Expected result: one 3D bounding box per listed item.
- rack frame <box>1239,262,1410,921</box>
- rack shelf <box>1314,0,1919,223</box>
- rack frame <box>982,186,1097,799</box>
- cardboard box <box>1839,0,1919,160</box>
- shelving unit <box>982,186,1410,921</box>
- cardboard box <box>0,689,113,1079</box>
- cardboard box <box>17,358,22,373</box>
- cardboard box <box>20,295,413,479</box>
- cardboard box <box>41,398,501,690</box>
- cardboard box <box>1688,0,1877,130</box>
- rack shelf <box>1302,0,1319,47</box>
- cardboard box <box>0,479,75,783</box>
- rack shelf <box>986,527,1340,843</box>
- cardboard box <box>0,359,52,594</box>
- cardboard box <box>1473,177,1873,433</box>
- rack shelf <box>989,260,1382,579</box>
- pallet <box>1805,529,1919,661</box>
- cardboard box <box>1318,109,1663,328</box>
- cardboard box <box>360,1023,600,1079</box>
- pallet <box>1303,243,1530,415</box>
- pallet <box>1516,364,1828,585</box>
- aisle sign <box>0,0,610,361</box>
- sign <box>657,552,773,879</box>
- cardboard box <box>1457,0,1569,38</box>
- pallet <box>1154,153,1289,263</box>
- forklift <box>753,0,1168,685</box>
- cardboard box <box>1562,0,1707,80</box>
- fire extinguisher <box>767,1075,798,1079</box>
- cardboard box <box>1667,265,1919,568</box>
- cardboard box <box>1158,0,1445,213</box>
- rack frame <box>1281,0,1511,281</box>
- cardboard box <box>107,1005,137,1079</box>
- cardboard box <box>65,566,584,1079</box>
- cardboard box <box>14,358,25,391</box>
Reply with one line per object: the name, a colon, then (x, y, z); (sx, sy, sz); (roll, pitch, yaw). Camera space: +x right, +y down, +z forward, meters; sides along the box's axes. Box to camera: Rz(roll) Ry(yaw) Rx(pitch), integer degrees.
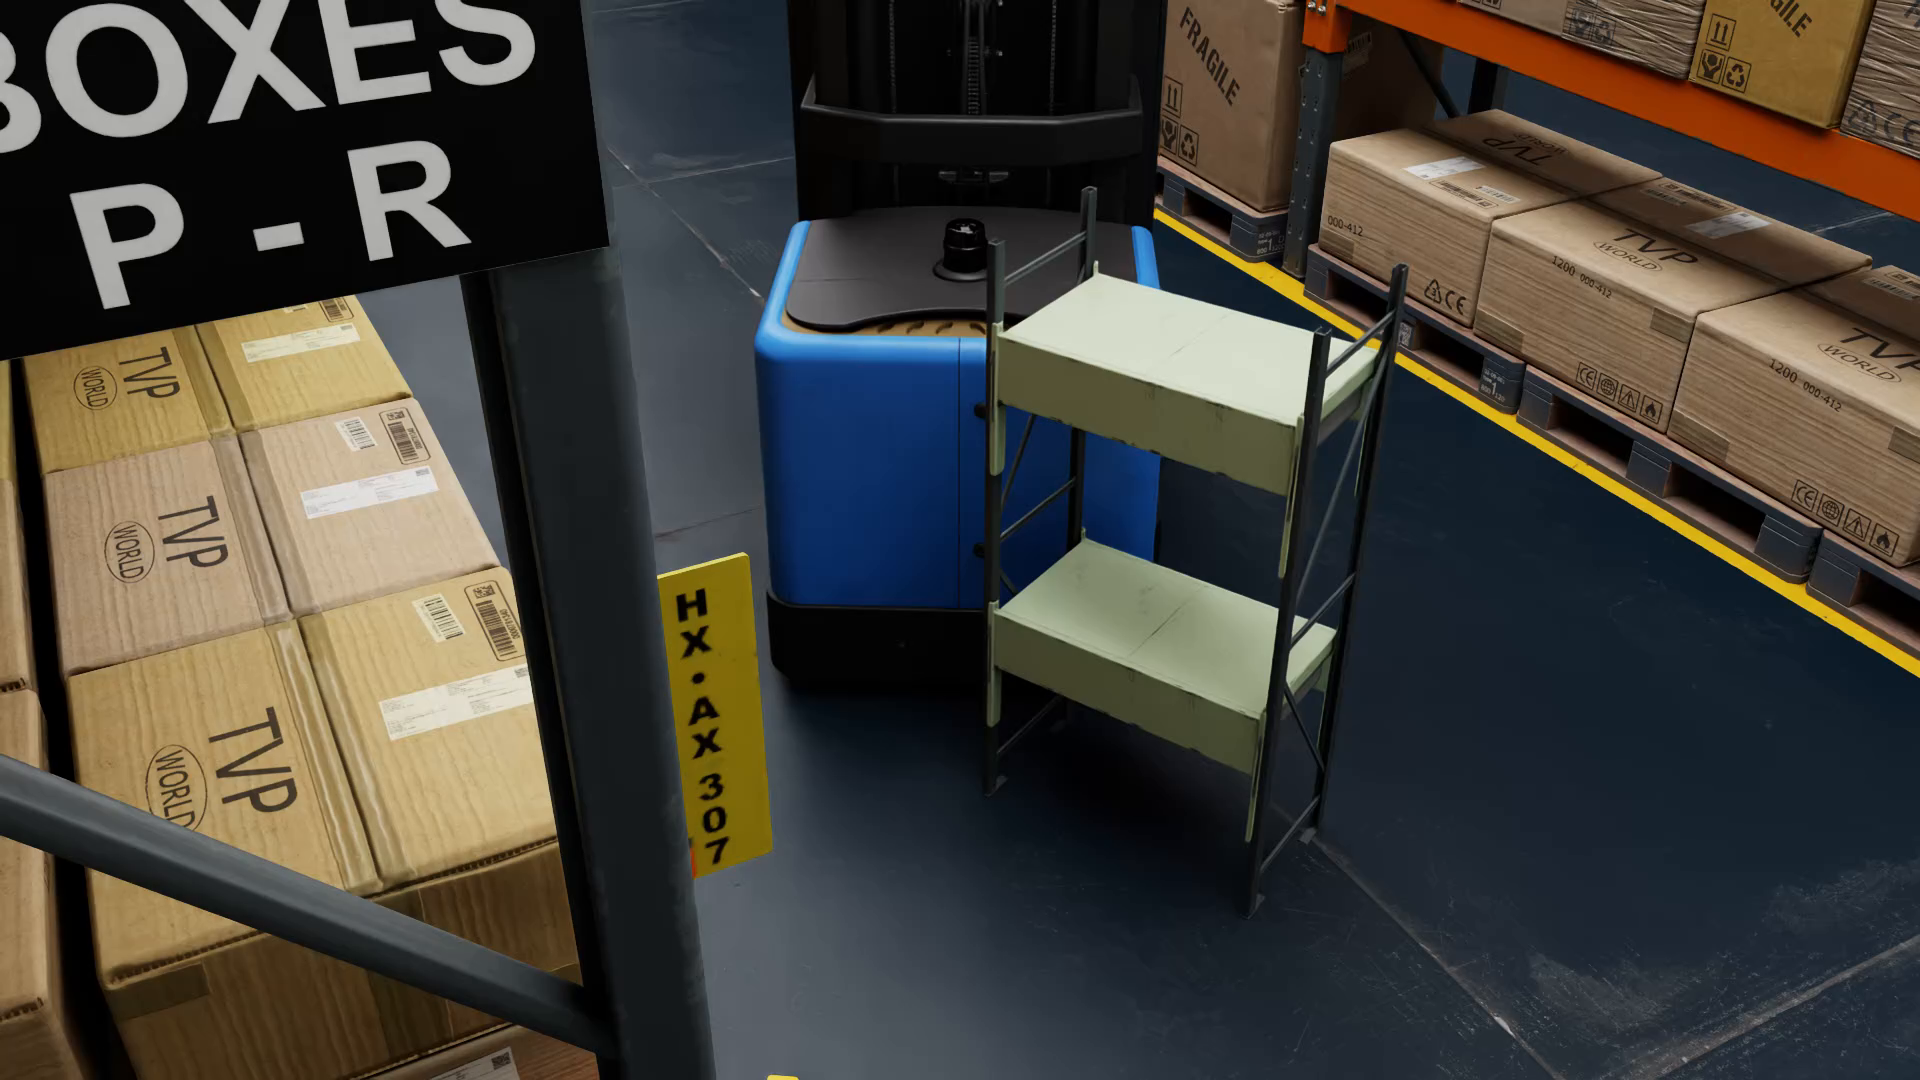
rack frame: (0.777, 0.164, 3.603); (0.023, 1.500, 0.400); (21, 38, 29)
rack shelf: (2.761, -1.241, 5.073); (1.077, 0.370, 4.000); (-16, 36, -23)
rack frame: (0.180, -0.065, 3.961); (0.023, 1.500, 0.400); (21, 38, 29)
cardboard box: (2.765, -1.281, 4.377); (0.500, 0.500, 0.500); (-15, 36, -22)
shelving unit: (0.479, 0.050, 3.782); (0.755, 1.500, 0.431); (21, 38, 29)
cardboard box: (-1.145, 0.446, 1.637); (0.500, 0.250, 0.500); (-15, 36, -22)
cardboard box: (-1.401, -0.406, 2.966); (0.500, 0.250, 0.500); (-17, 36, -24)
cardboard box: (-1.144, -0.167, 2.594); (0.500, 0.250, 0.500); (-17, 36, -24)
cardboard box: (-0.905, 0.074, 2.217); (0.500, 0.250, 0.500); (-15, 36, -23)
cardboard box: (2.513, -1.525, 4.757); (0.500, 0.500, 0.500); (-15, 35, -22)
rack shelf: (0.896, -3.150, 8.053); (1.077, 0.370, 4.000); (-16, 36, -23)
cardboard box: (-1.385, 0.200, 2.021); (0.500, 0.250, 0.500); (-16, 36, -23)
rack shelf: (0.479, 0.324, 3.958); (0.720, 0.370, 0.431); (21, 38, 29)
cardboard box: (-1.611, -0.038, 2.392); (0.500, 0.250, 0.500); (-15, 35, -22)
cardboard box: (2.444, -0.843, 5.770); (0.875, 0.438, 0.875); (-17, 36, -24)
rack shelf: (0.479, -0.279, 3.572); (0.720, 0.370, 0.431); (21, 38, 29)
pallet: (3.251, 0.223, 4.707); (1.003, 0.211, 1.213); (-16, 36, -23)
cardboard box: (2.026, -1.270, 6.437); (0.875, 0.438, 0.875); (-16, 36, -24)
cardboard box: (-0.607, 0.541, 1.858); (0.380, 0.149, 0.250); (-16, 36, -23)
pallet: (2.114, -0.942, 6.524); (1.003, 0.211, 1.213); (-16, 36, -23)
pallet: (2.686, -0.359, 5.614); (1.003, 0.211, 1.213); (-16, 36, -23)
aisle sign: (-0.405, -0.475, 0.801); (0.394, 0.787, 0.004); (-16, 36, -23)
sign: (-0.216, 0.160, 1.418); (0.100, 0.325, 0.005); (-16, 36, -23)
cardboard box: (2.046, -2.009, 5.513); (0.500, 0.500, 0.500); (-16, 36, -23)
pallet: (1.402, -1.674, 7.666); (1.003, 0.211, 1.213); (-16, 36, -23)
forklift: (0.059, -1.601, 5.032); (1.130, 2.935, 3.031); (1, 33, 2)
cardboard box: (2.273, -1.771, 5.140); (0.500, 0.500, 0.500); (-16, 36, -23)
fire extinguisher: (-0.219, 0.804, 1.631); (0.296, 0.674, 0.183); (-16, 36, -23)
cardboard box: (2.863, -0.412, 5.098); (0.875, 0.438, 0.875); (-15, 36, -22)
cardboard box: (1.468, -2.056, 7.259); (0.875, 0.875, 0.875); (-15, 35, -22)
rack frame: (1.828, -2.498, 6.369); (1.000, 3.000, 0.127); (-16, 36, -23)
cardboard box: (-1.152, 0.539, 1.860); (0.380, 0.149, 0.250); (-15, 35, -22)
cardboard box: (-0.669, 0.314, 1.842); (0.500, 0.250, 0.500); (-16, 36, -23)
cardboard box: (-1.855, -0.288, 2.782); (0.500, 0.250, 0.500); (-16, 36, -23)
